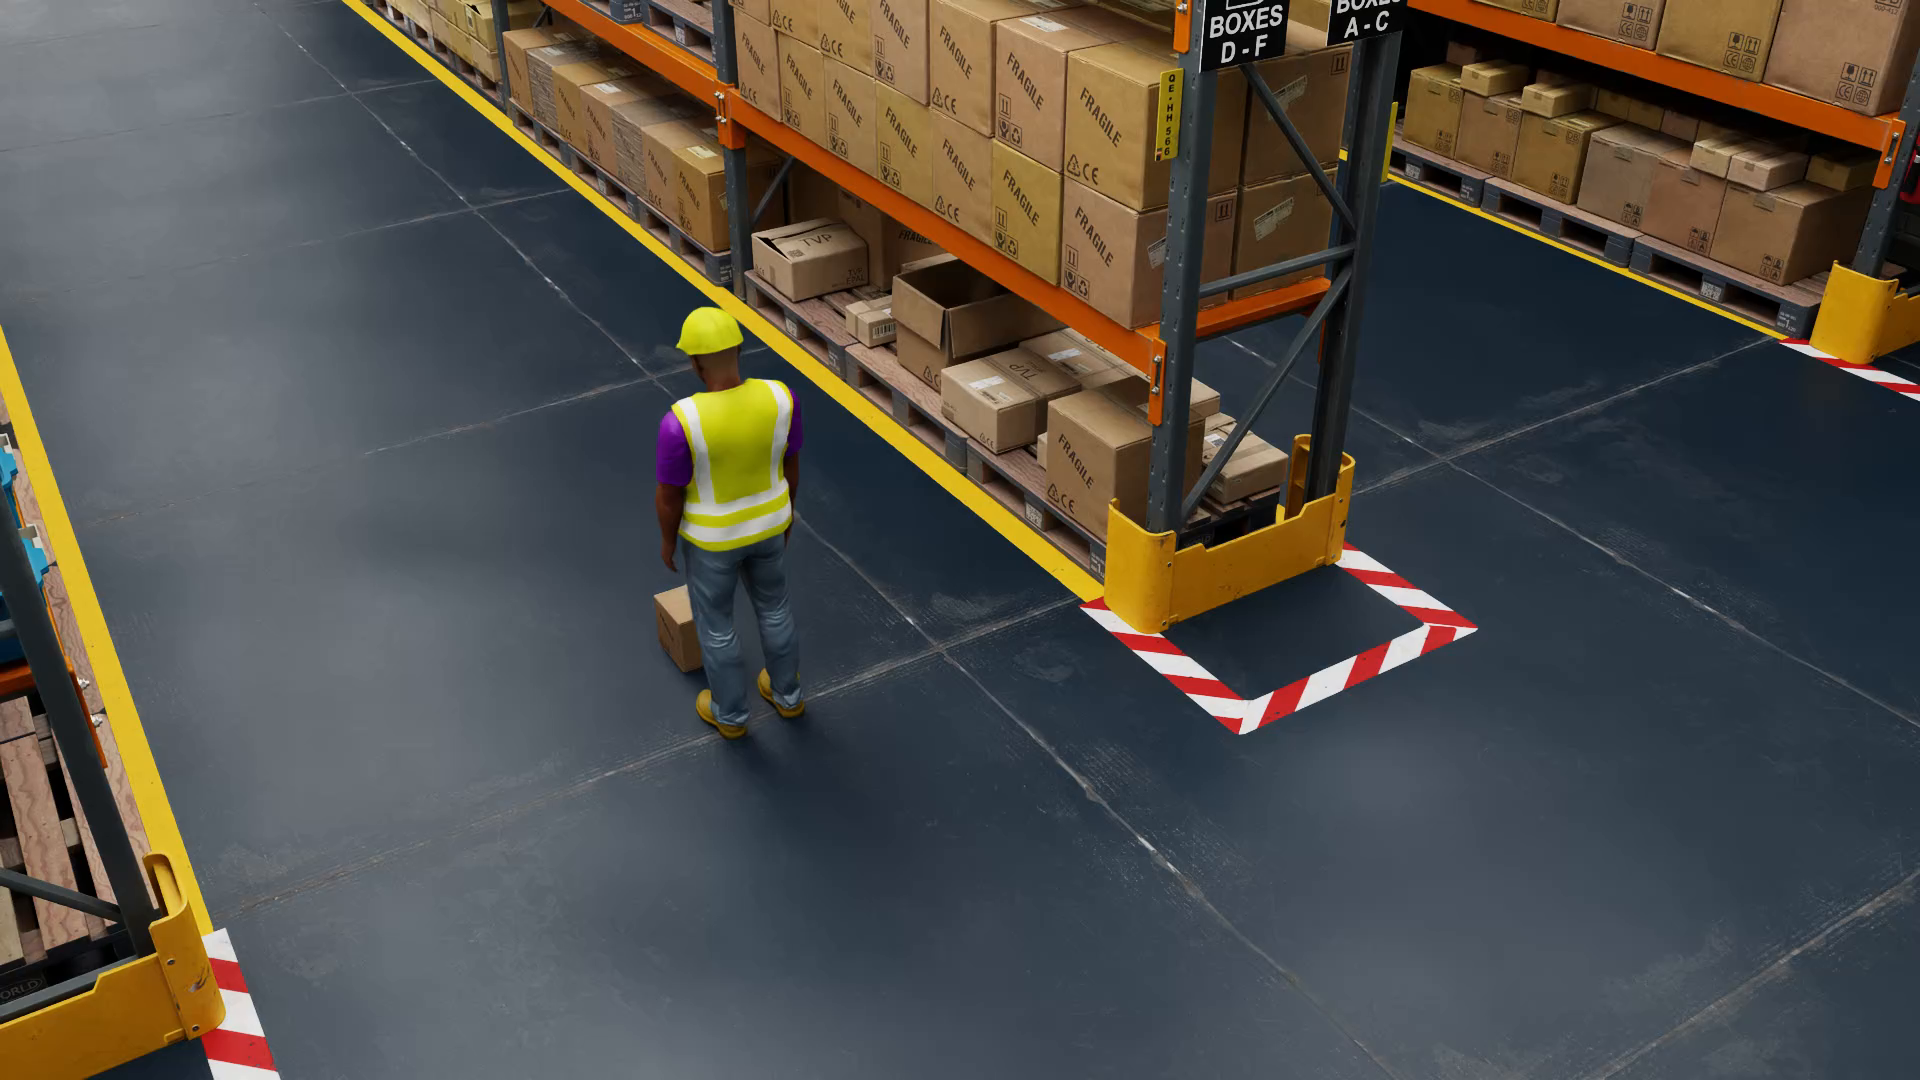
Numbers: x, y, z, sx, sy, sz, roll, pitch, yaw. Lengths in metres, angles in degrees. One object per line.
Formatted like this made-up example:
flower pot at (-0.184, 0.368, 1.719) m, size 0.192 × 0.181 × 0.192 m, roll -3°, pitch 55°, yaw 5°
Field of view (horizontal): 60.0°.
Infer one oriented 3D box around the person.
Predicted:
person at (-0.851, -0.049, 6.195) m, size 0.567 × 1.760 × 0.363 m, roll -18°, pitch 37°, yaw -26°
